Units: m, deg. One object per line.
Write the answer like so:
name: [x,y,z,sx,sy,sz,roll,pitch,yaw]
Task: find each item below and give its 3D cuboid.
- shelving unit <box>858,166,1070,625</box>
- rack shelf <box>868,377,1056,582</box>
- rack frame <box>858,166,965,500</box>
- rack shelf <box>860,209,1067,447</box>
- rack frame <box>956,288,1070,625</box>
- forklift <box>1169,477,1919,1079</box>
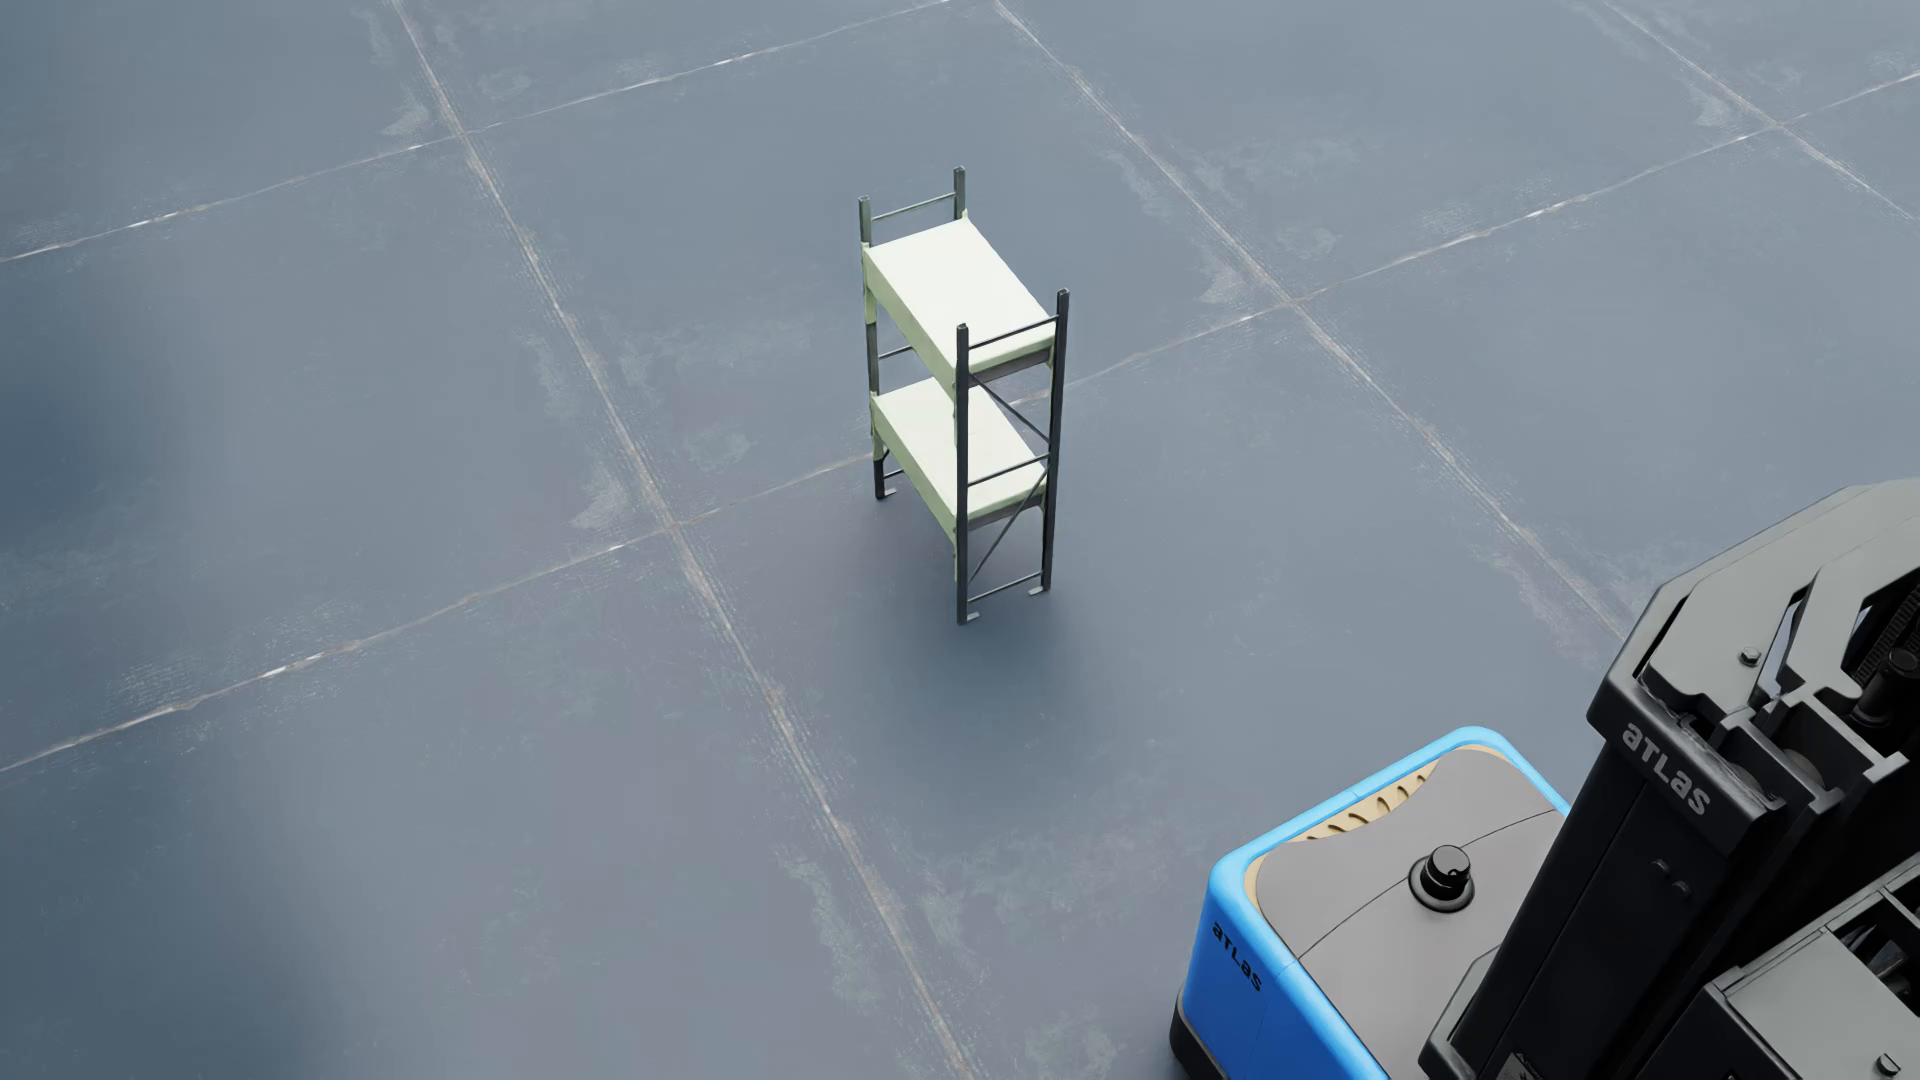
shelving unit: [0.003,-0.489,6.074,0.431,1.500,0.755,-21,52,-18]
rack shelf: [0.003,-0.275,6.320,0.431,0.370,0.720,-21,52,-18]
rack frame: [-0.164,-0.734,6.288,0.400,1.500,0.023,-21,52,-18]
rack shelf: [0.003,-0.746,5.780,0.431,0.370,0.720,-21,52,-18]
rack frame: [0.171,-0.244,5.860,0.400,1.500,0.023,-21,52,-18]
forklift: [1.830,1.395,3.475,1.130,2.935,3.031,-24,53,-19]
